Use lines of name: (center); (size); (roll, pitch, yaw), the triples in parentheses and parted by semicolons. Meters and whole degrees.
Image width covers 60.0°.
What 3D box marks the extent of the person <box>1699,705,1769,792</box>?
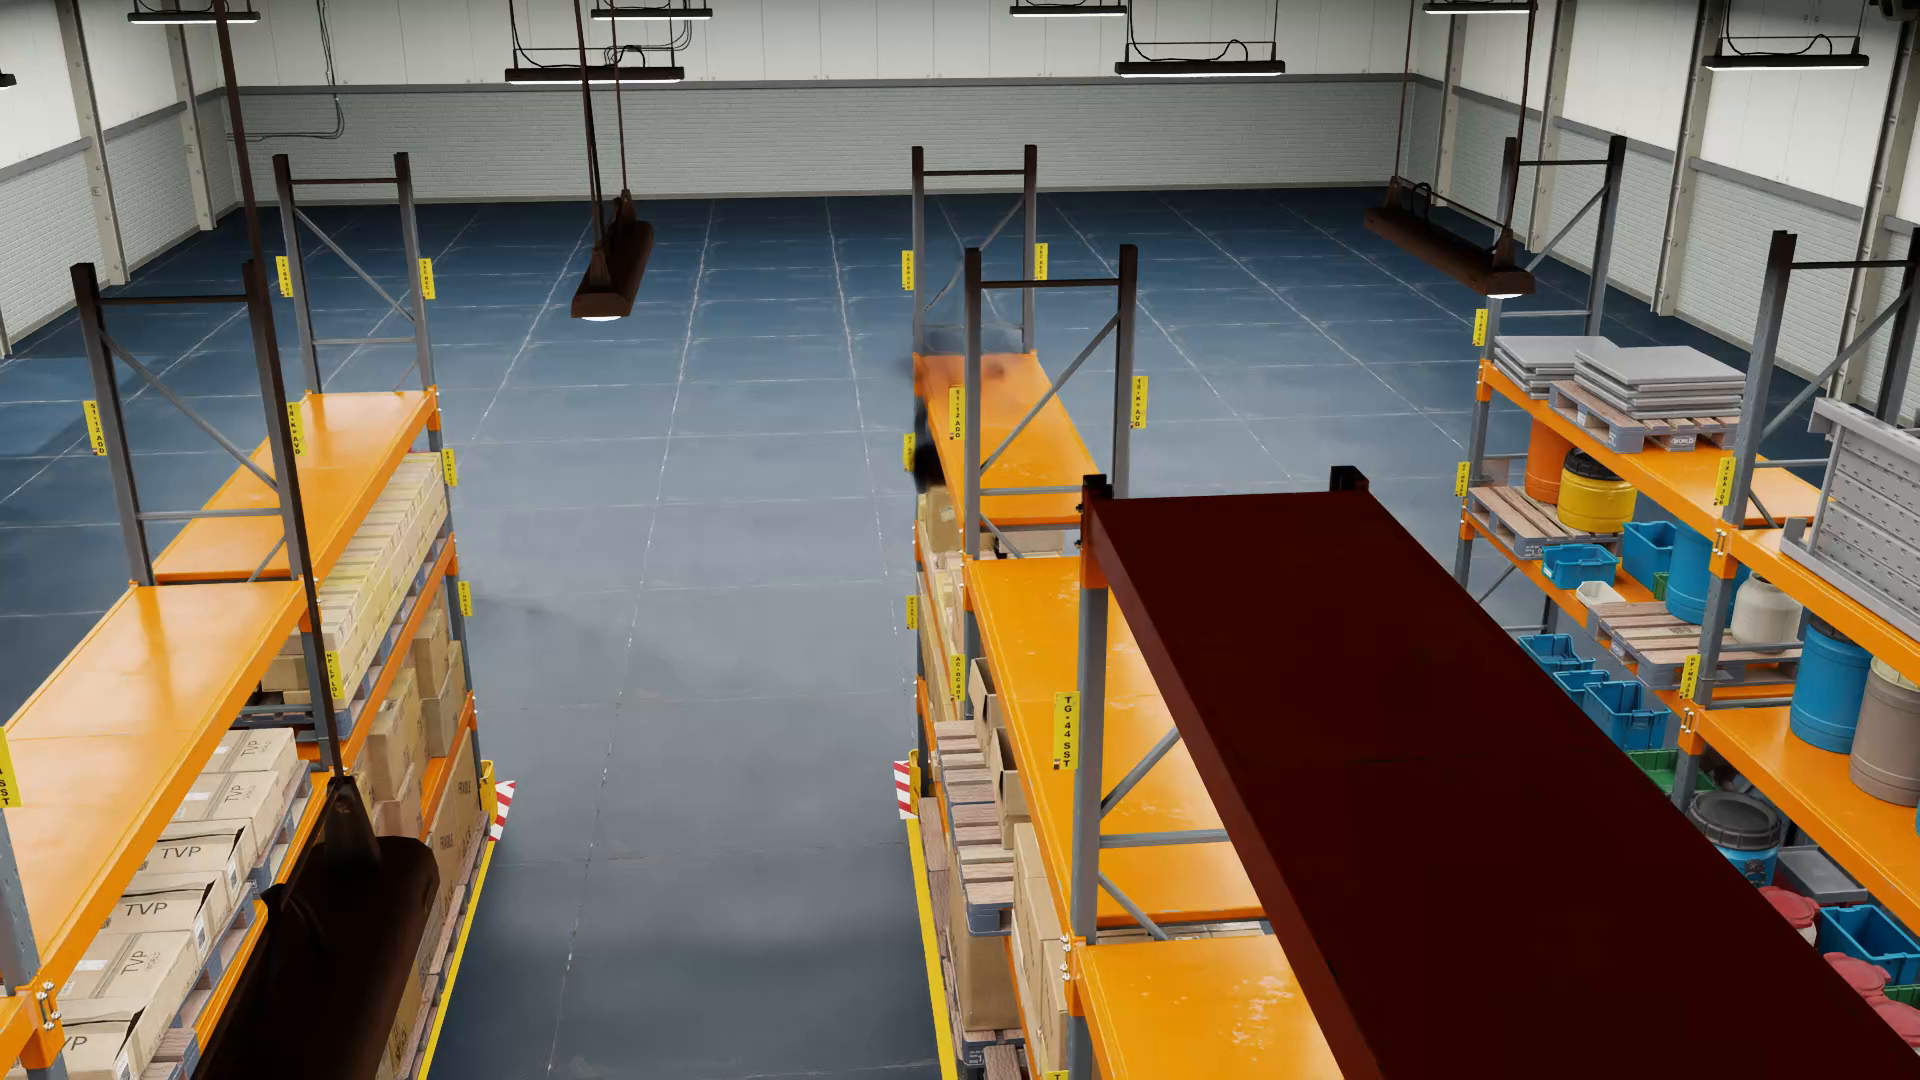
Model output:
person: (6.794, 1.798, 14.791); (0.648, 1.674, 0.590); (-8, 23, -20)
